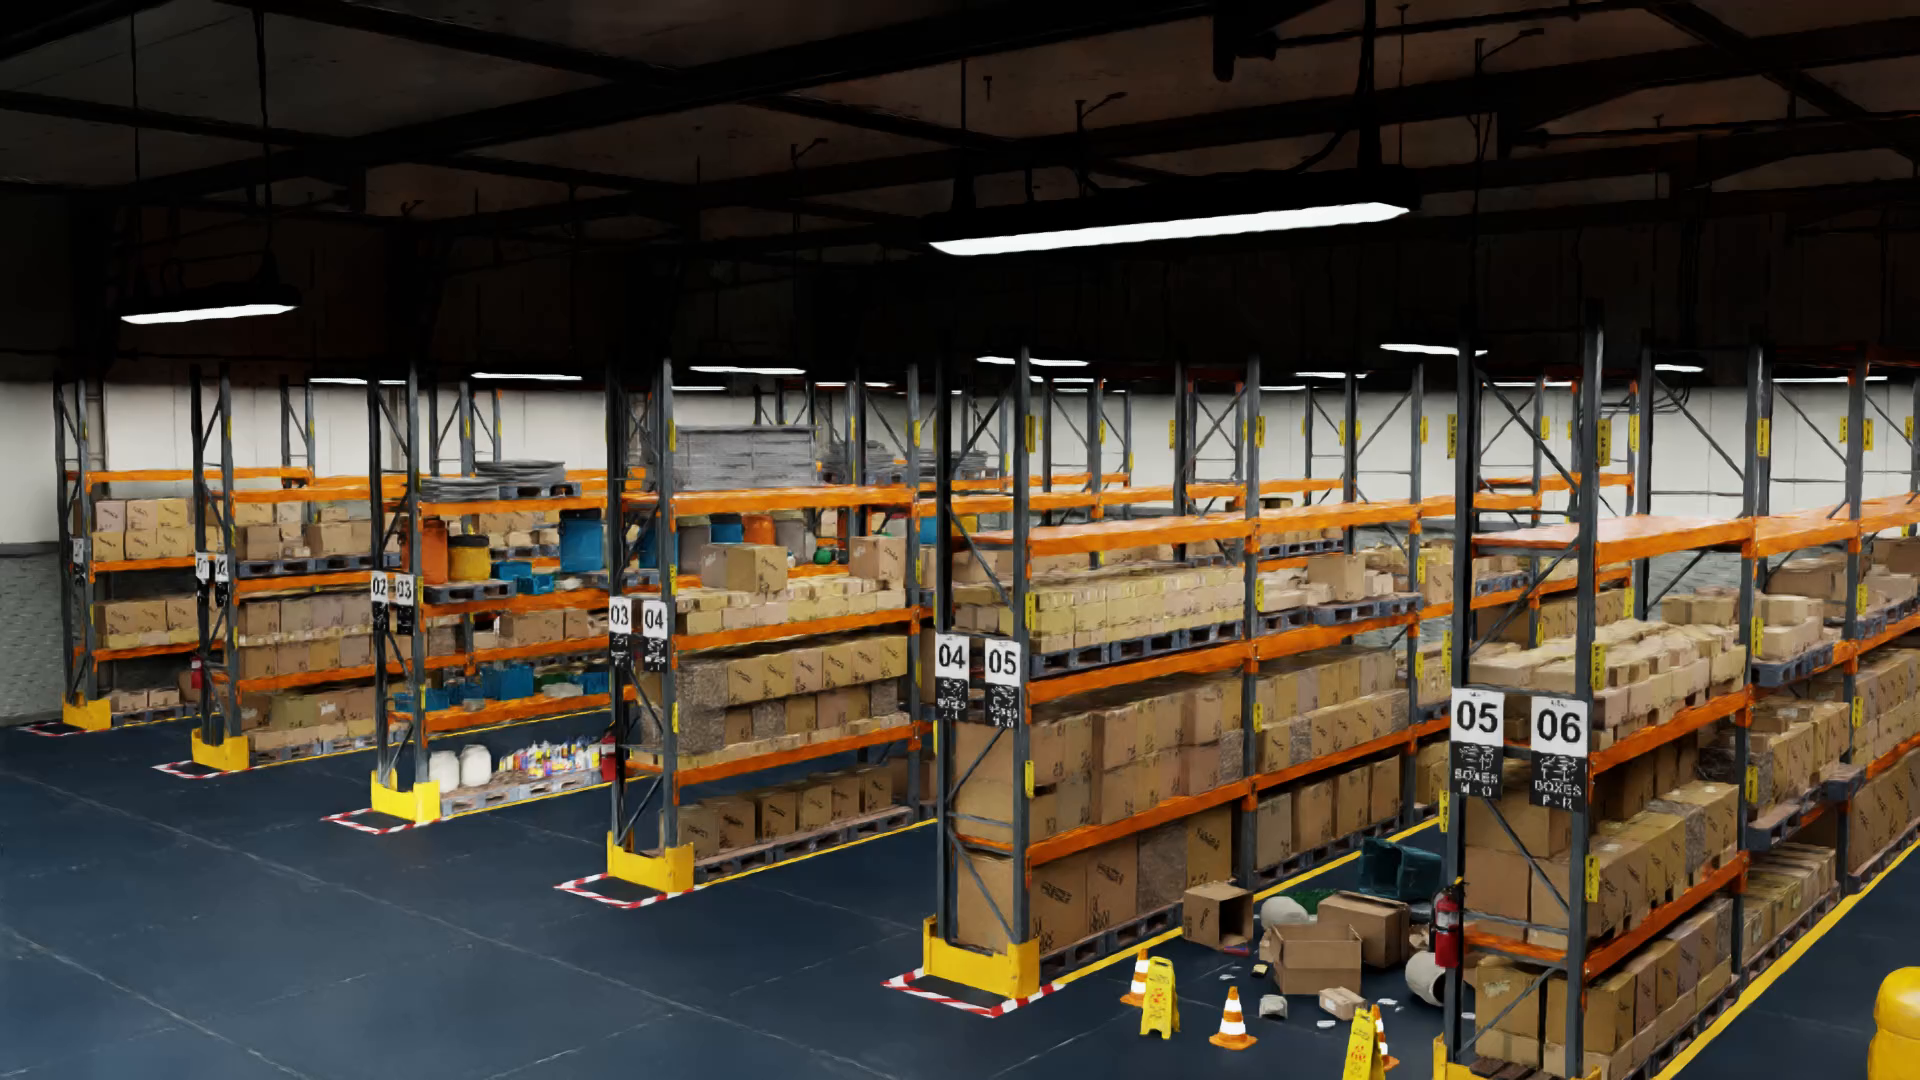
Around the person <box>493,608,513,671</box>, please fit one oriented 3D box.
[{"bbox_3d":[-8.604,2.061,31.375,0.450,1.668,0.530,1,4,11],"label":"person"}]
